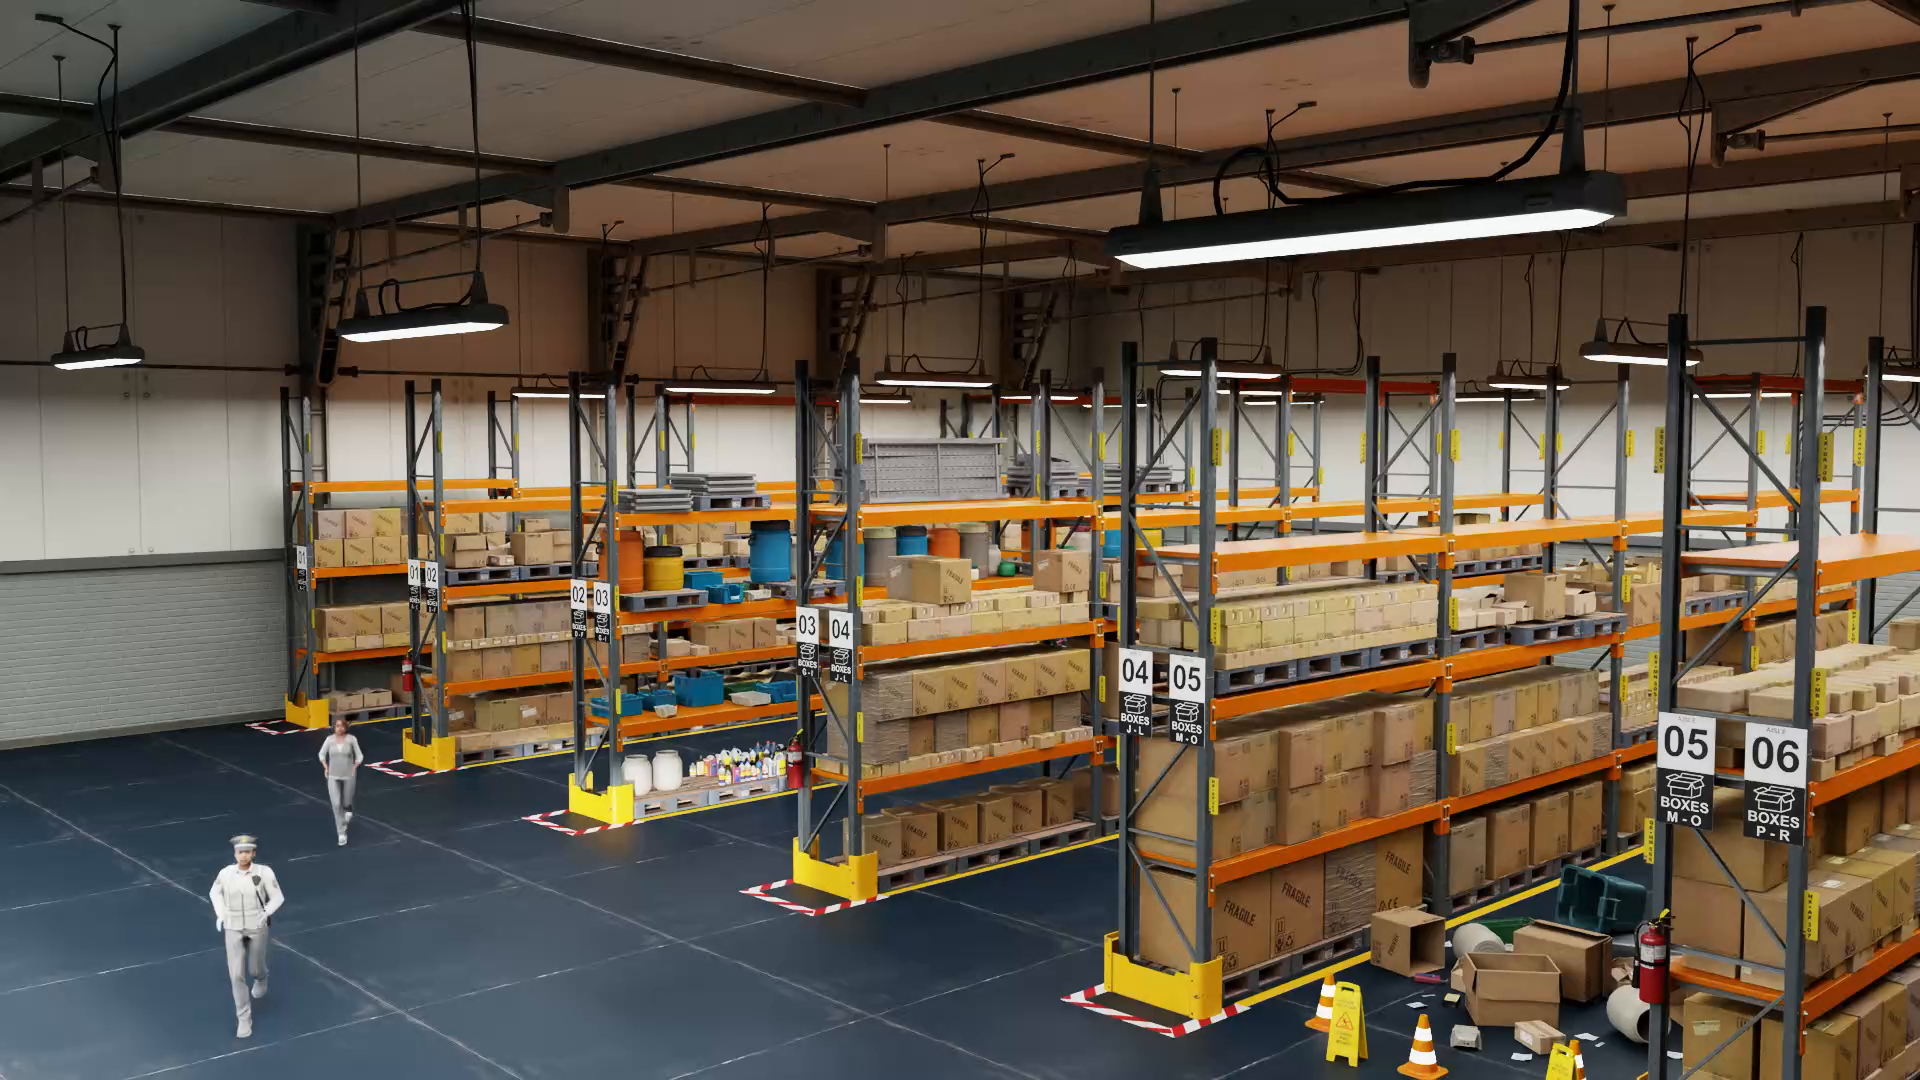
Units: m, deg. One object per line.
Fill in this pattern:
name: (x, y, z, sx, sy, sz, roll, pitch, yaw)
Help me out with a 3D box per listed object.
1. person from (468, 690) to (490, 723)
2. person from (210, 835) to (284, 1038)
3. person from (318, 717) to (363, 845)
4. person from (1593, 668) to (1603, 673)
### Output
person: (-8.051, 2.485, 28.179, 0.672, 1.831, 0.770, 3, 5, 36)
person: (-6.252, 3.407, 14.577, 0.618, 1.691, 0.843, -1, 4, -16)
person: (-7.886, 3.038, 21.182, 0.541, 1.584, 0.698, -1, 4, -17)
person: (9.477, 2.758, 24.717, 0.772, 1.739, 0.574, -3, 5, -41)
